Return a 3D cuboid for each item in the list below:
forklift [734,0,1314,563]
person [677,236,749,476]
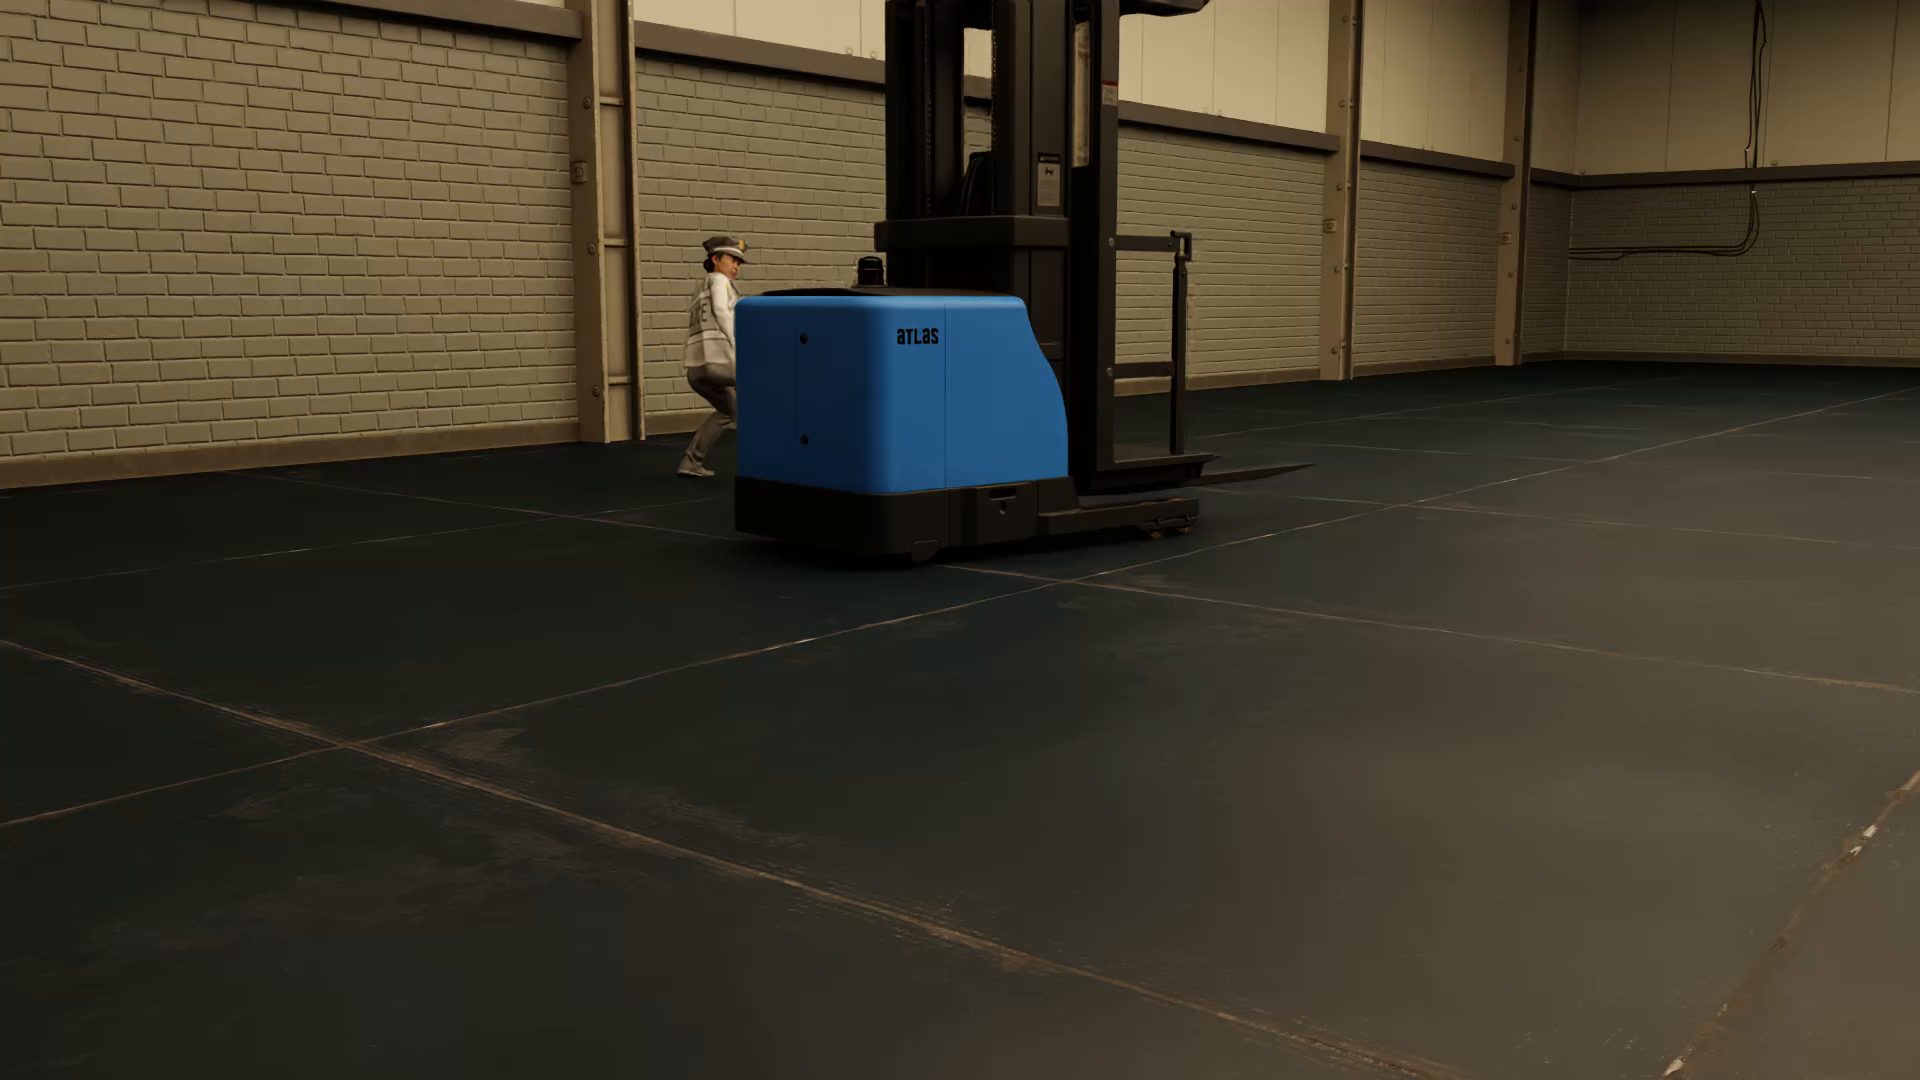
[{"bbox_3d":[0.464,-1.513,7.622,3.031,2.935,1.130,-7,11,-41],"label":"forklift"},{"bbox_3d":[-1.343,-1.059,9.827,0.633,1.455,0.740,-8,12,-44],"label":"person"}]
